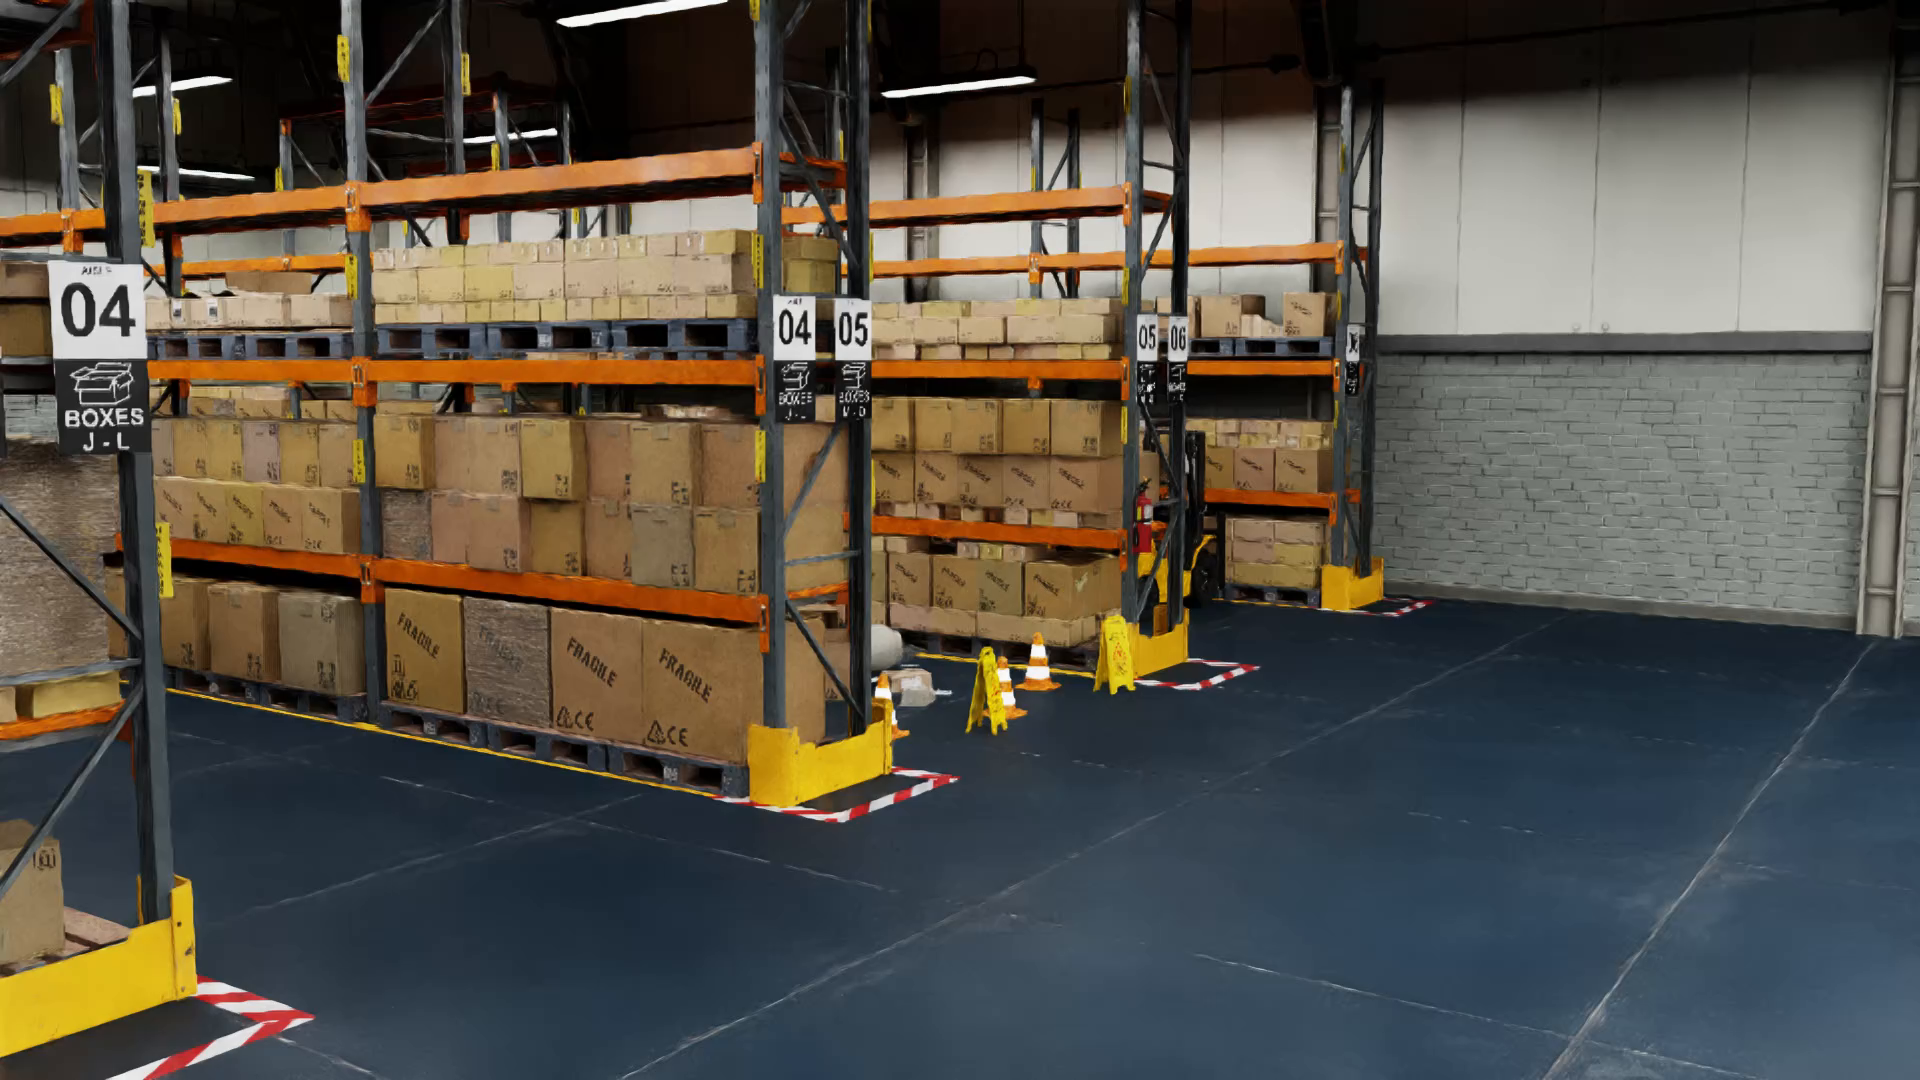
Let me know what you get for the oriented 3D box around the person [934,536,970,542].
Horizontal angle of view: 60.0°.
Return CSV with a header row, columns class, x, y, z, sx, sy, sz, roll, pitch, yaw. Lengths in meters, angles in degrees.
class,x,y,z,sx,sy,sz,roll,pitch,yaw
person,-0.113,-0.043,18.246,0.764,1.742,0.617,-4,7,-34
